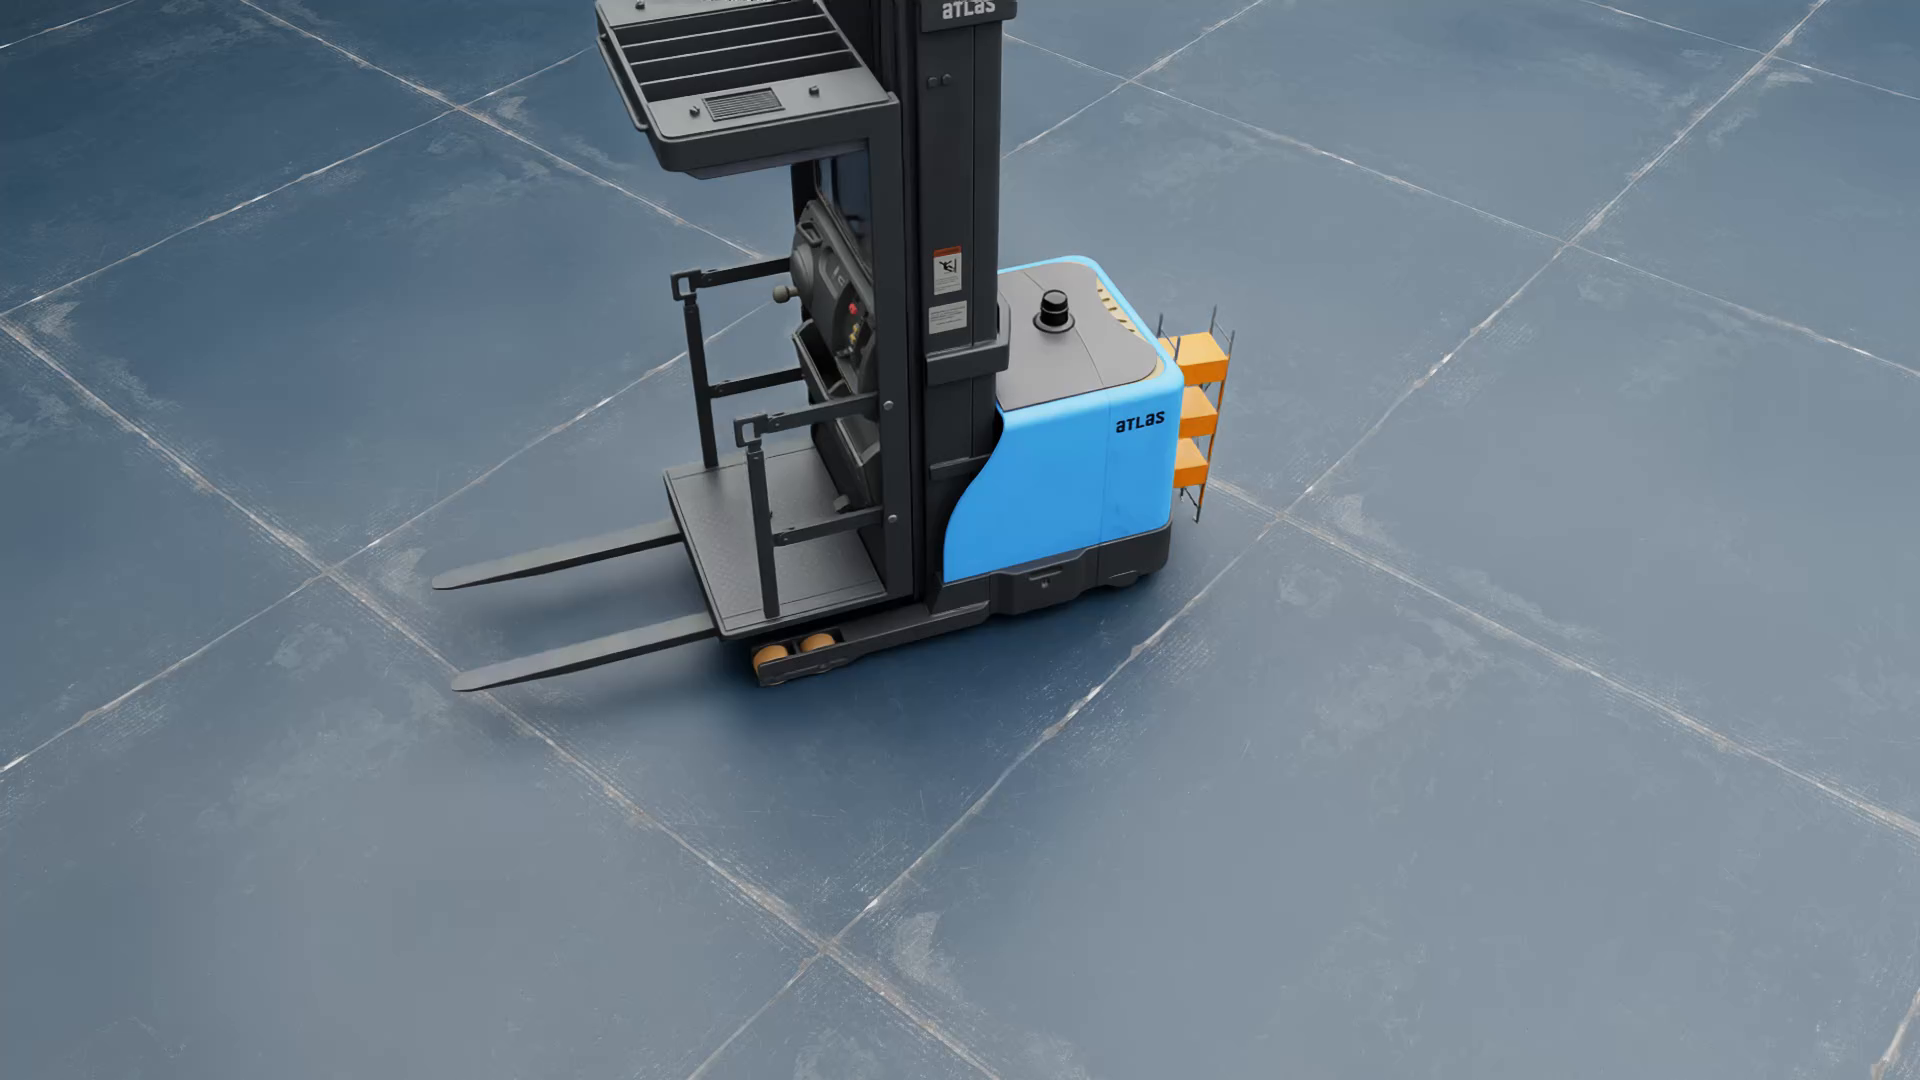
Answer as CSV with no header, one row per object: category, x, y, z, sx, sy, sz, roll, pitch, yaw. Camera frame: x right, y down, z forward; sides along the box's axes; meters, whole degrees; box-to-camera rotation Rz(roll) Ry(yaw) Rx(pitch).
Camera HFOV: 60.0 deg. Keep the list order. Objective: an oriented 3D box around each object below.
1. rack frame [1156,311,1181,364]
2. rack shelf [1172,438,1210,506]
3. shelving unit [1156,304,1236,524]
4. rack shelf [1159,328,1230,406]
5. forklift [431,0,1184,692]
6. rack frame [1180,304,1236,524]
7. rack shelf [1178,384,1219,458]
rack frame,0.839,-0.491,7.173,0.008,1.050,0.200,-10,43,-15
rack shelf,0.940,-0.295,7.396,0.240,0.259,0.215,-10,43,-15
shelving unit,0.955,-0.511,7.205,0.252,1.050,0.215,-10,43,-15
rack shelf,0.969,-0.716,7.024,0.240,0.259,0.215,-10,43,-15
forklift,-0.666,-0.896,6.239,3.031,2.935,1.130,-14,44,-15
rack frame,1.071,-0.531,7.236,0.008,1.050,0.200,-10,43,-15
rack shelf,0.954,-0.503,7.212,0.240,0.259,0.215,-10,43,-15
